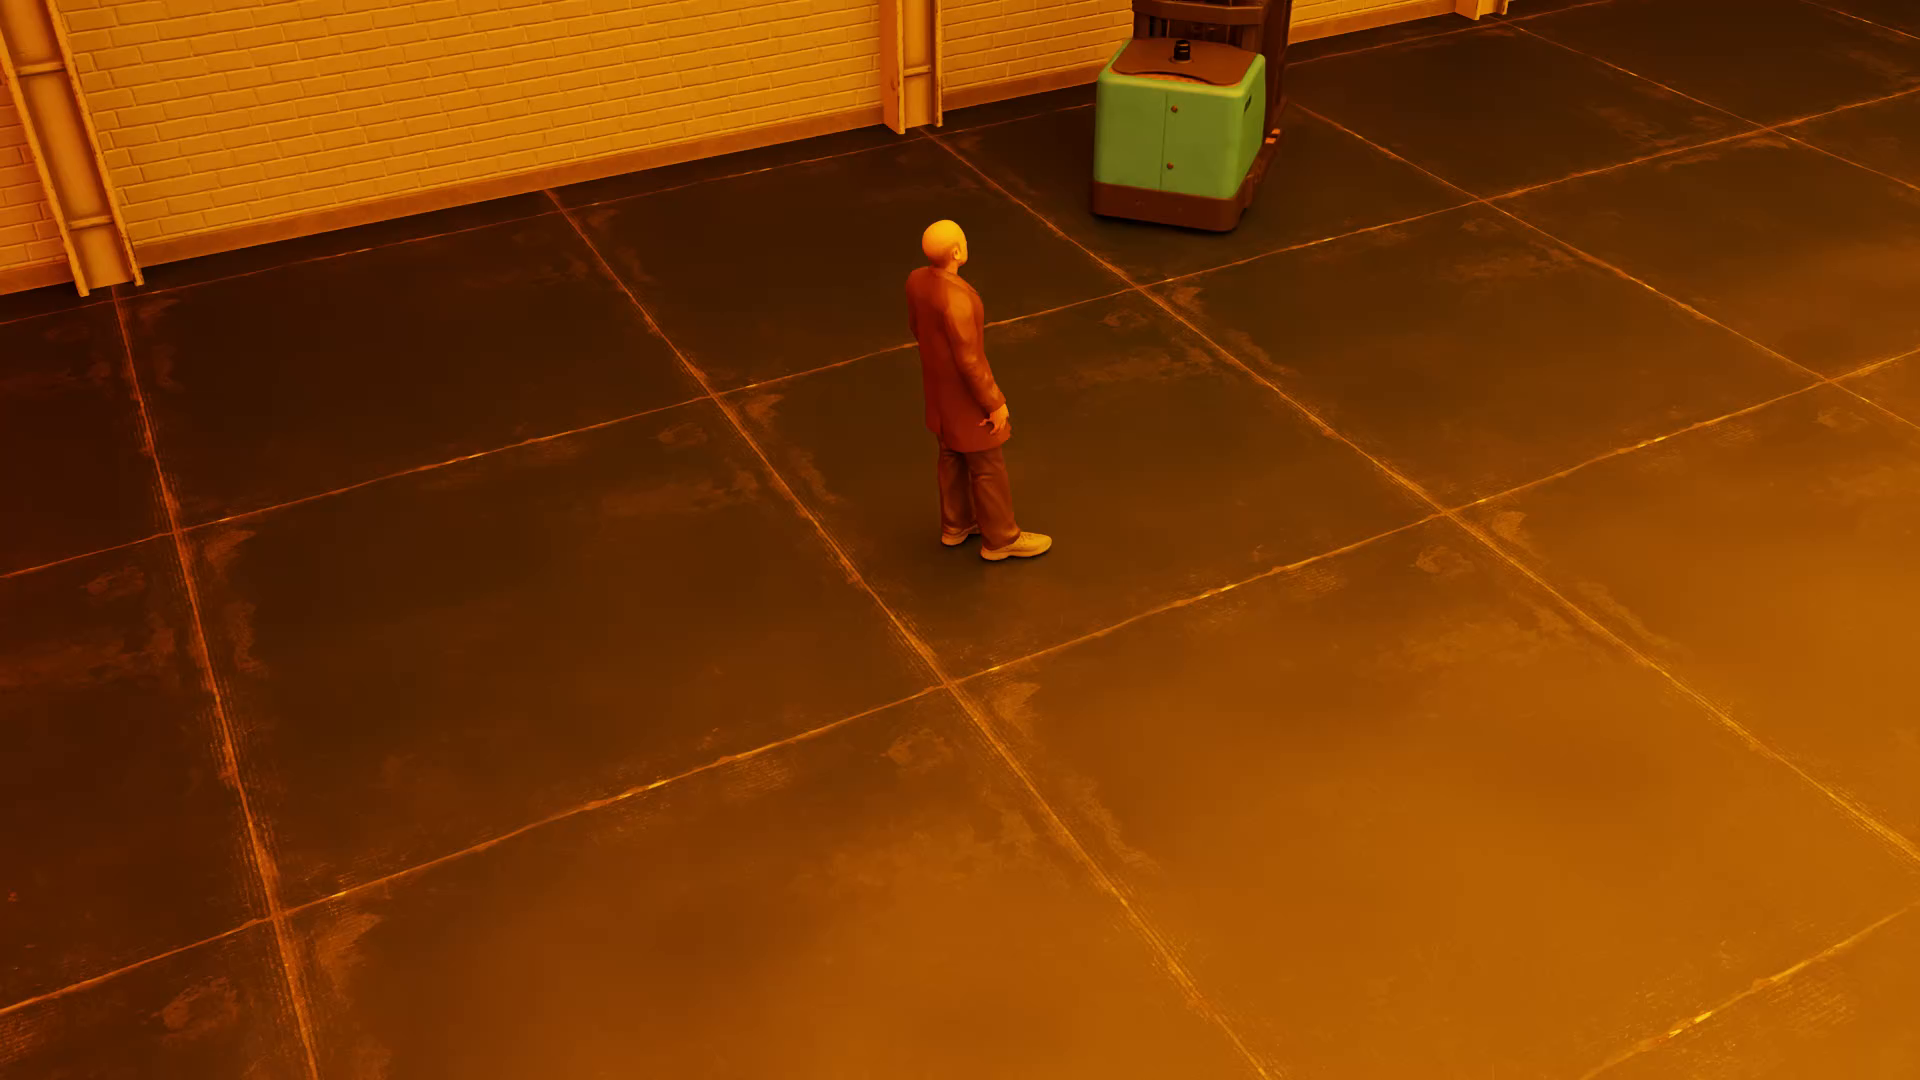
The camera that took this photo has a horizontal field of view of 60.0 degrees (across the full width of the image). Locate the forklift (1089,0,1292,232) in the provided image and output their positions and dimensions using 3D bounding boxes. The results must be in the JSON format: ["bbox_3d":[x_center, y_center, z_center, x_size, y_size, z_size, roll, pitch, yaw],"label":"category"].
[{"bbox_3d":[1.886,-4.192,12.053,1.130,2.935,3.031,11,37,16],"label":"forklift"}]

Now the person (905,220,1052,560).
[{"bbox_3d":[0.083,-0.755,8.177,0.579,1.778,0.698,-17,39,-23],"label":"person"}]
